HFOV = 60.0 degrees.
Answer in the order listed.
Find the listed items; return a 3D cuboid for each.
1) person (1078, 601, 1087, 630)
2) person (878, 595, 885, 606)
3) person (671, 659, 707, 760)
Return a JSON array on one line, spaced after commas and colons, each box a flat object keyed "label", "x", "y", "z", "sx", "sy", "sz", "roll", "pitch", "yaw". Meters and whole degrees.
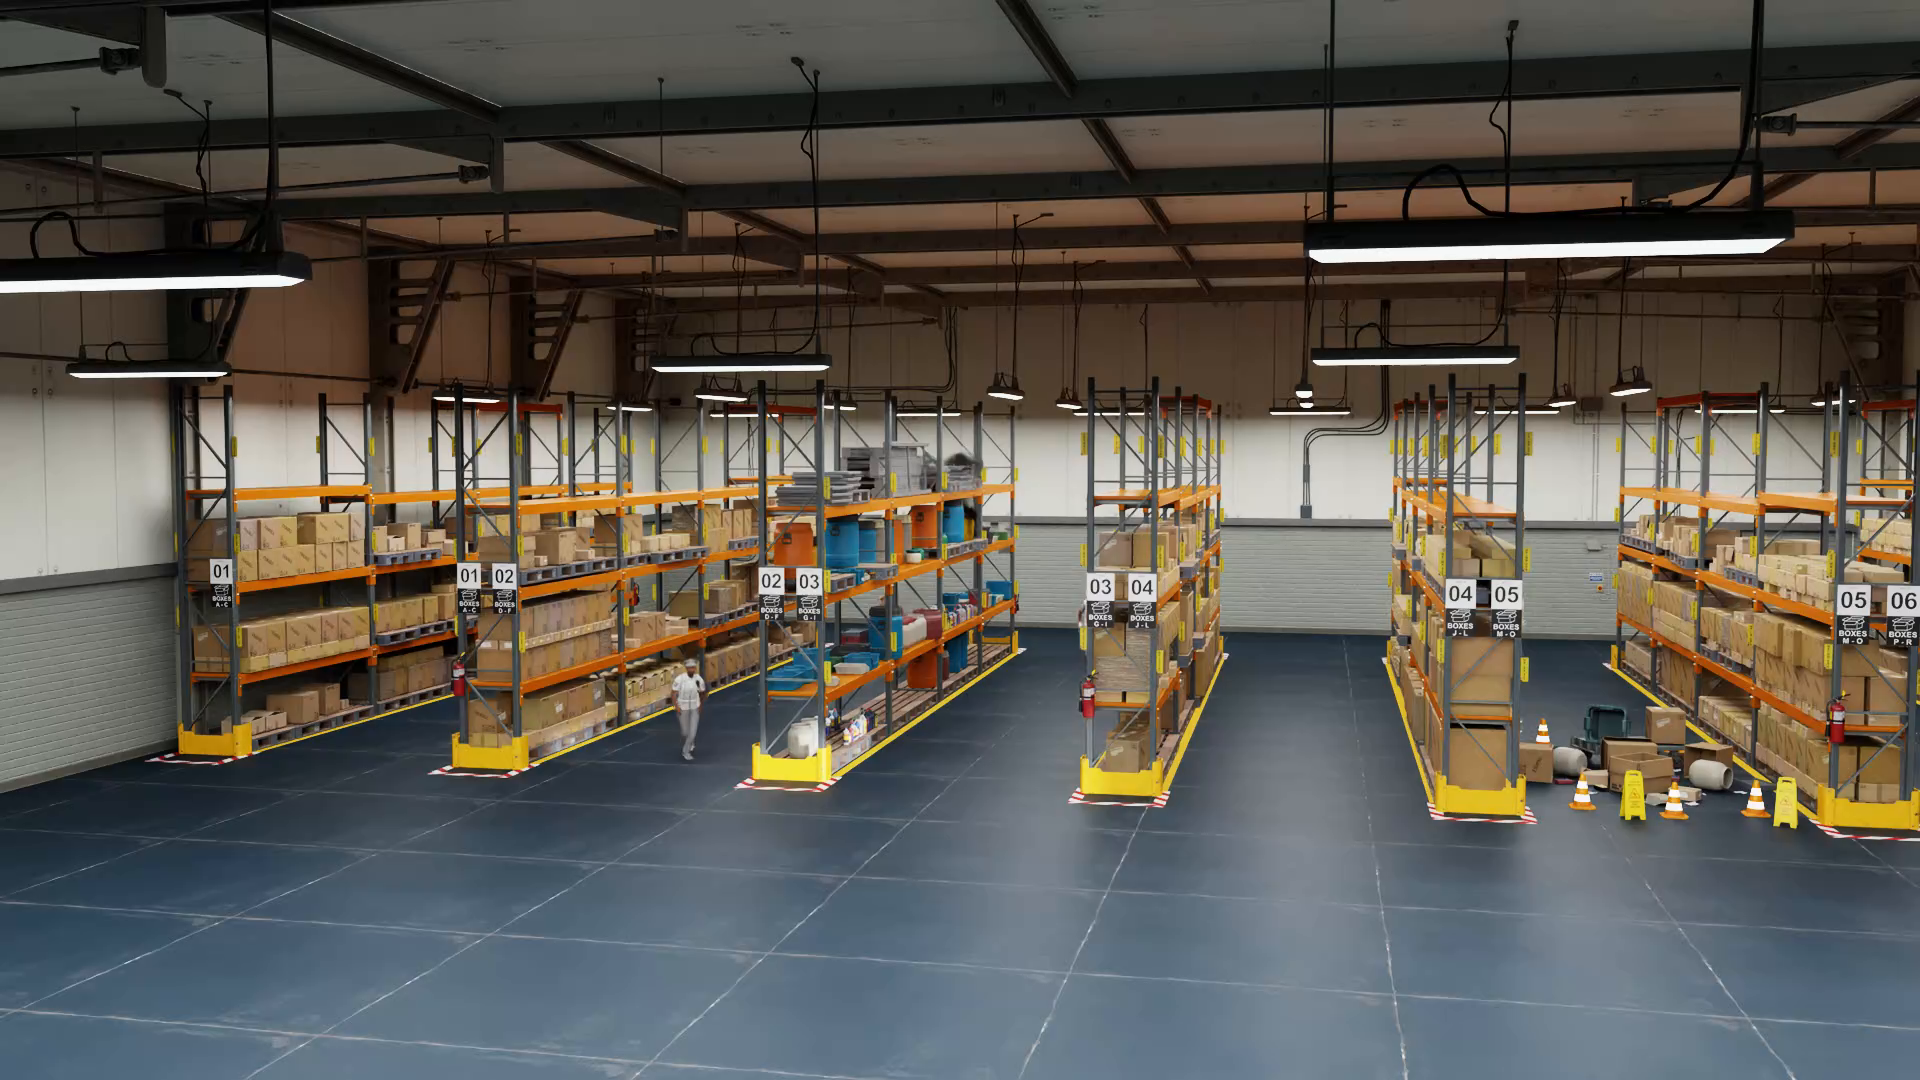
[{"label": "person", "x": 3.070, "y": 2.006, "z": 38.322, "sx": 0.674, "sy": 1.711, "sz": 0.695, "roll": 0, "pitch": 3, "yaw": -5}, {"label": "person", "x": -1.681, "y": 2.106, "z": 36.356, "sx": 0.652, "sy": 1.787, "sz": 0.783, "roll": 1, "pitch": 3, "yaw": 20}, {"label": "person", "x": -4.367, "y": 2.699, "z": 26.773, "sx": 0.573, "sy": 1.636, "sz": 0.533, "roll": -1, "pitch": 3, "yaw": -14}]
